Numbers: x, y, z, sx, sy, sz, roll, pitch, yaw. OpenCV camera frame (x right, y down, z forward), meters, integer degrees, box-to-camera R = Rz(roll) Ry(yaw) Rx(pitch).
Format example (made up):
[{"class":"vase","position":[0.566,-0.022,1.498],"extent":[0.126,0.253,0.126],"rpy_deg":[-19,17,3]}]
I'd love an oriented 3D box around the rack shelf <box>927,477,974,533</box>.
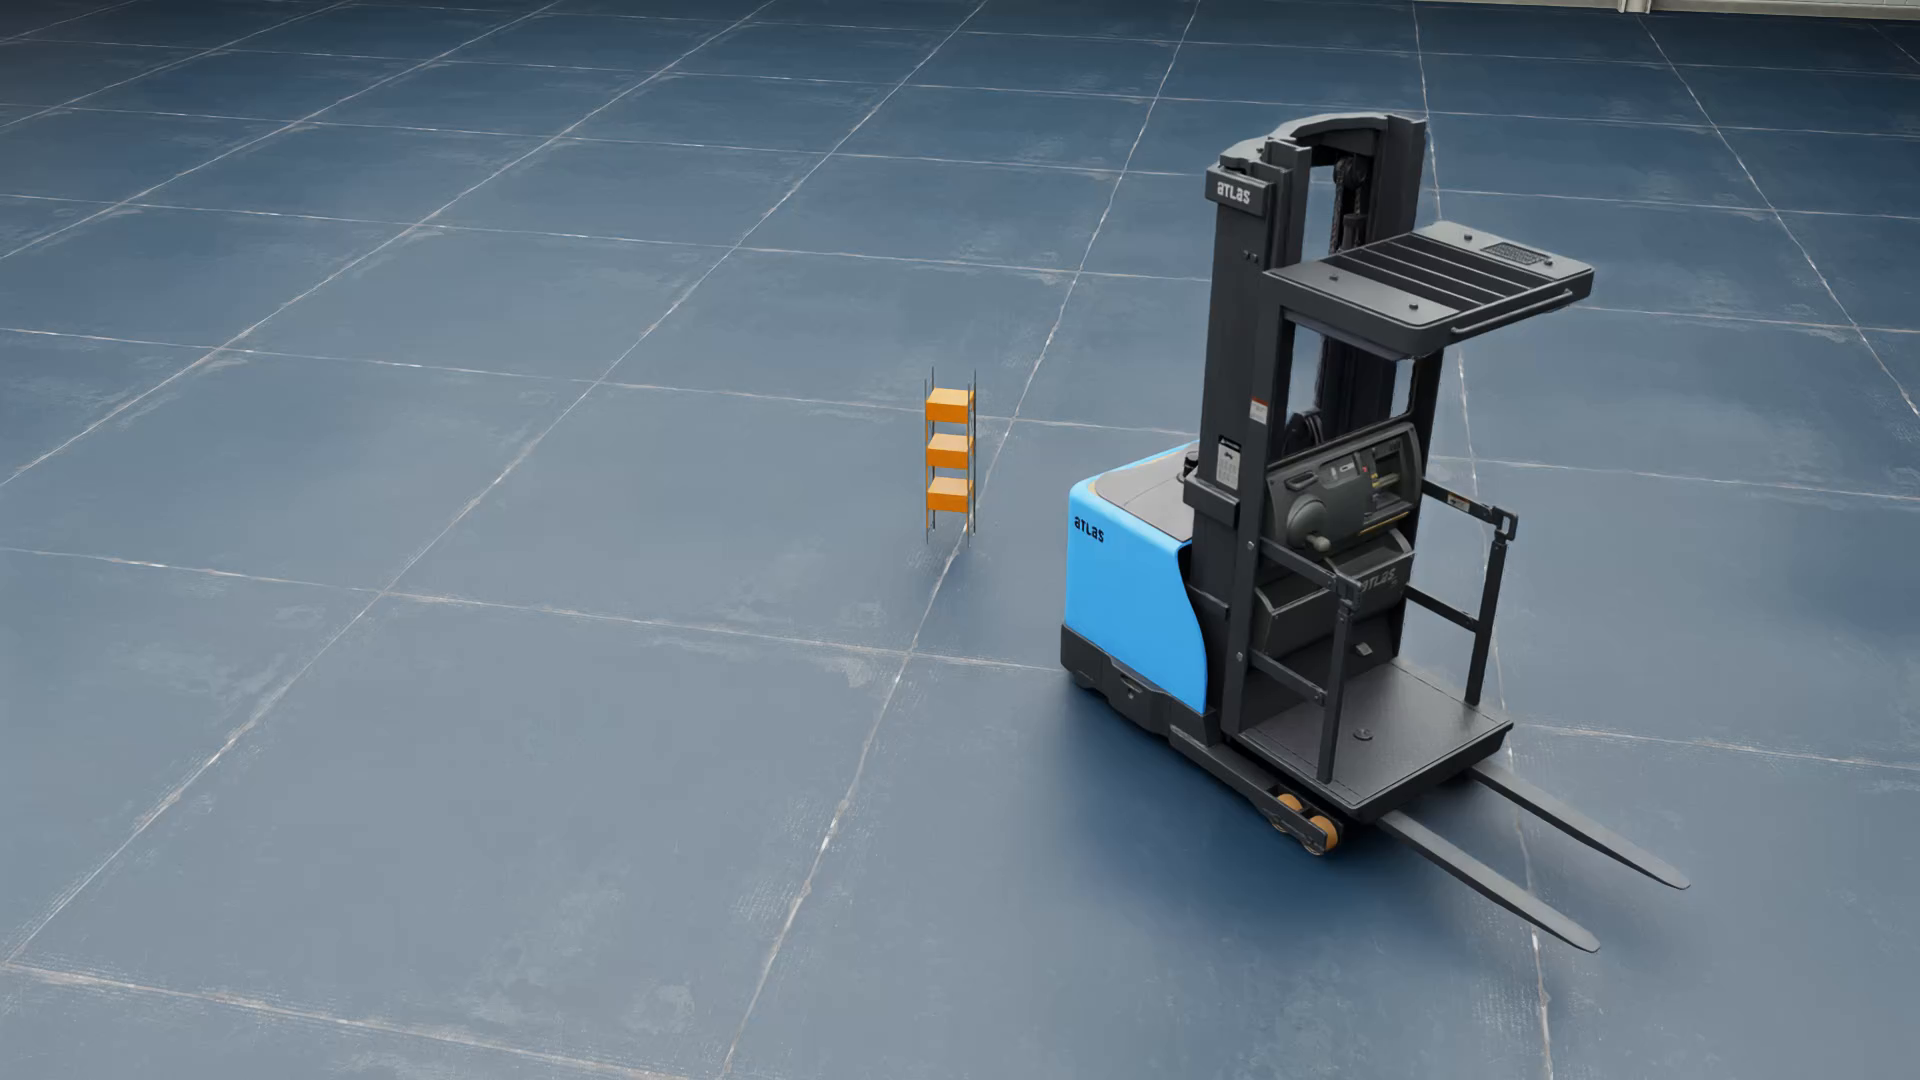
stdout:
[{"class":"rack shelf","position":[-0.052,-0.213,9.646],"extent":[0.240,0.259,0.215],"rpy_deg":[6,29,11]}]

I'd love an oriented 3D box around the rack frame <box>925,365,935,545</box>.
[{"class":"rack frame","position":[-0.172,-0.478,9.530],"extent":[0.008,1.050,0.200],"rpy_deg":[6,29,11]}]

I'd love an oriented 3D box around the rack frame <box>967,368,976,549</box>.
[{"class":"rack frame","position":[0.067,-0.454,9.485],"extent":[0.008,1.050,0.200],"rpy_deg":[6,29,11]}]

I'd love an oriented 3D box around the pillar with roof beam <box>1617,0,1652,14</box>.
[{"class":"pillar with roof beam","position":[8.529,-9.336,17.433],"extent":[0.400,9.000,9.100],"rpy_deg":[6,29,11]}]

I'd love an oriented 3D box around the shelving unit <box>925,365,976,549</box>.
[{"class":"shelving unit","position":[-0.052,-0.466,9.508],"extent":[0.252,1.050,0.215],"rpy_deg":[6,29,11]}]

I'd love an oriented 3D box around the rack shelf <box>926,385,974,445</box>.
[{"class":"rack shelf","position":[-0.052,-0.705,9.377],"extent":[0.240,0.259,0.215],"rpy_deg":[6,29,11]}]

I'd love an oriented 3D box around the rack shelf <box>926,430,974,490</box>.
[{"class":"rack shelf","position":[-0.052,-0.457,9.513],"extent":[0.240,0.259,0.215],"rpy_deg":[6,29,11]}]

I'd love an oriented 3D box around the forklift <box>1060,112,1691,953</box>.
[{"class":"forklift","position":[1.794,-0.183,7.032],"extent":[1.130,2.935,3.031],"rpy_deg":[-20,34,-32]}]
